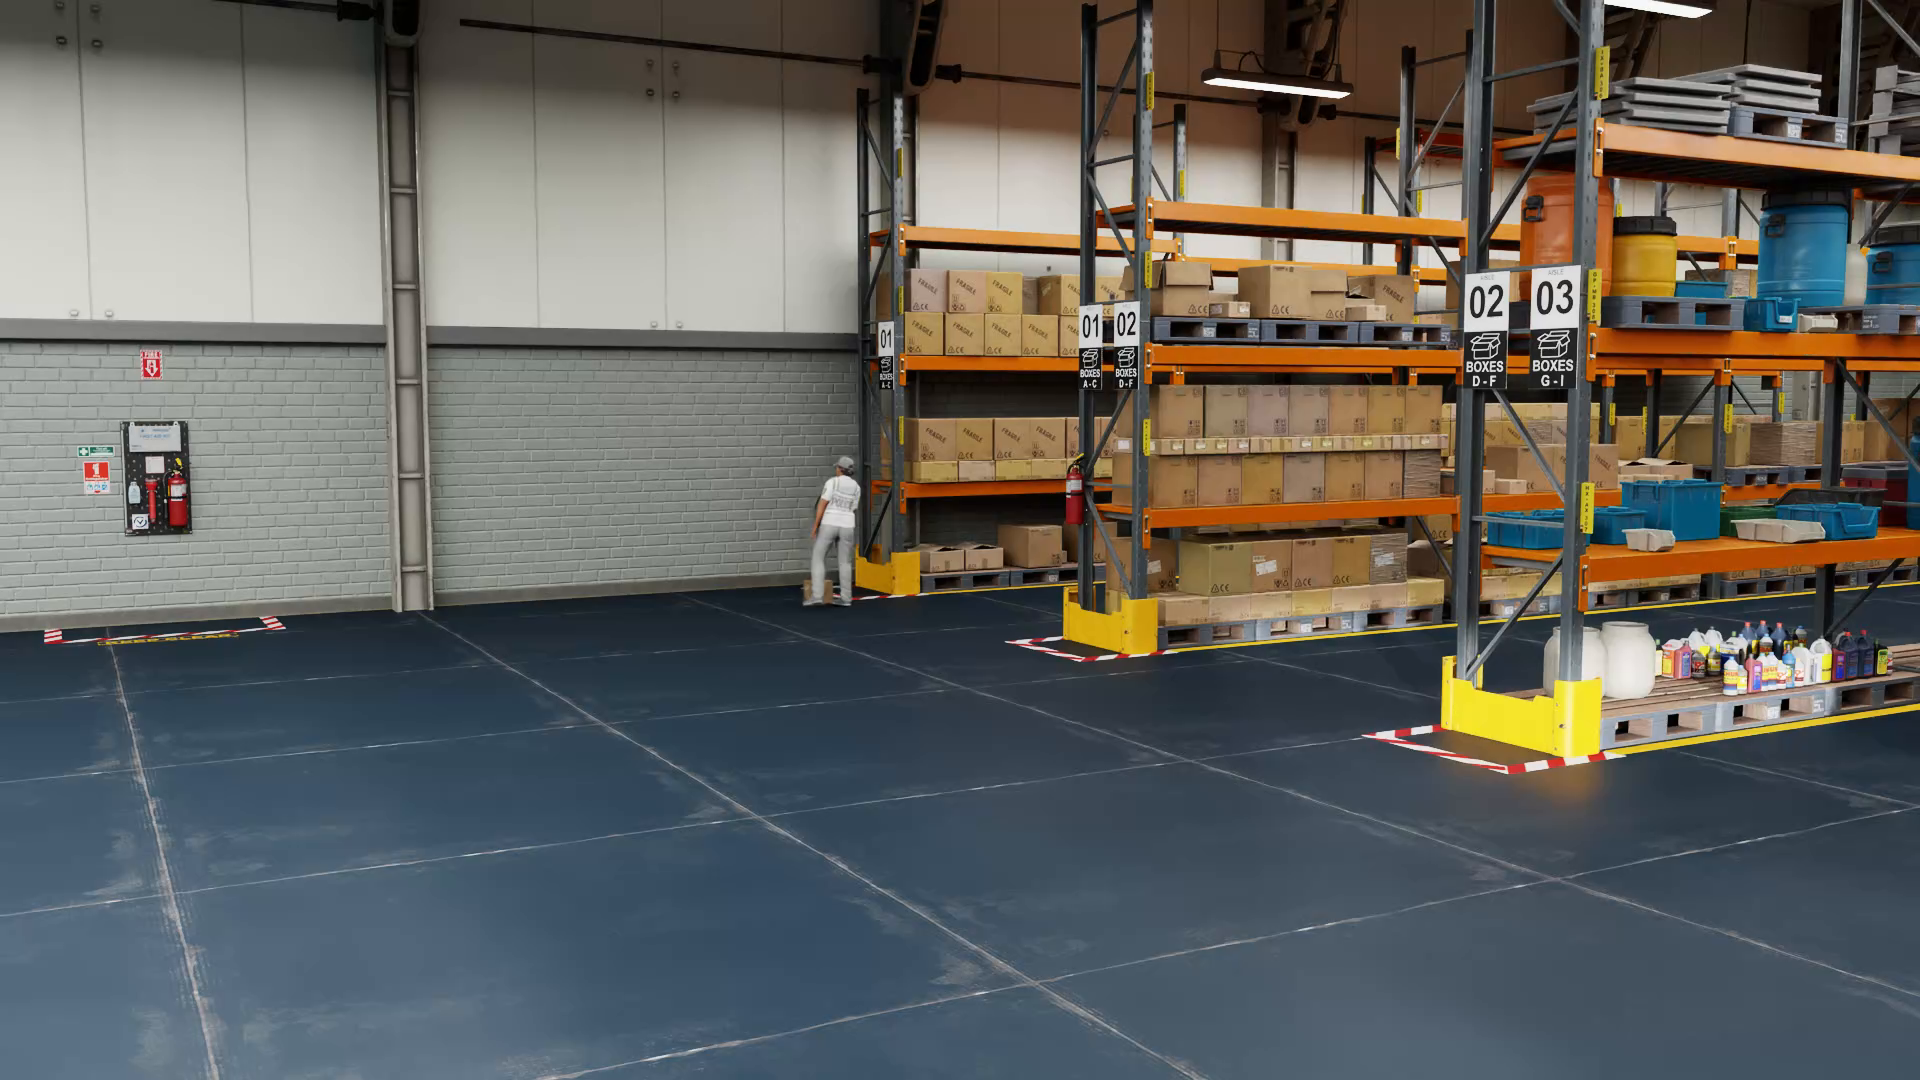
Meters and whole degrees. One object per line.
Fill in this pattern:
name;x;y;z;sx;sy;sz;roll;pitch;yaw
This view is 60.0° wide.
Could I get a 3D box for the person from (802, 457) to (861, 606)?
person;-1.418;-0.085;18.389;0.662;1.668;0.382;-3;6;-28
